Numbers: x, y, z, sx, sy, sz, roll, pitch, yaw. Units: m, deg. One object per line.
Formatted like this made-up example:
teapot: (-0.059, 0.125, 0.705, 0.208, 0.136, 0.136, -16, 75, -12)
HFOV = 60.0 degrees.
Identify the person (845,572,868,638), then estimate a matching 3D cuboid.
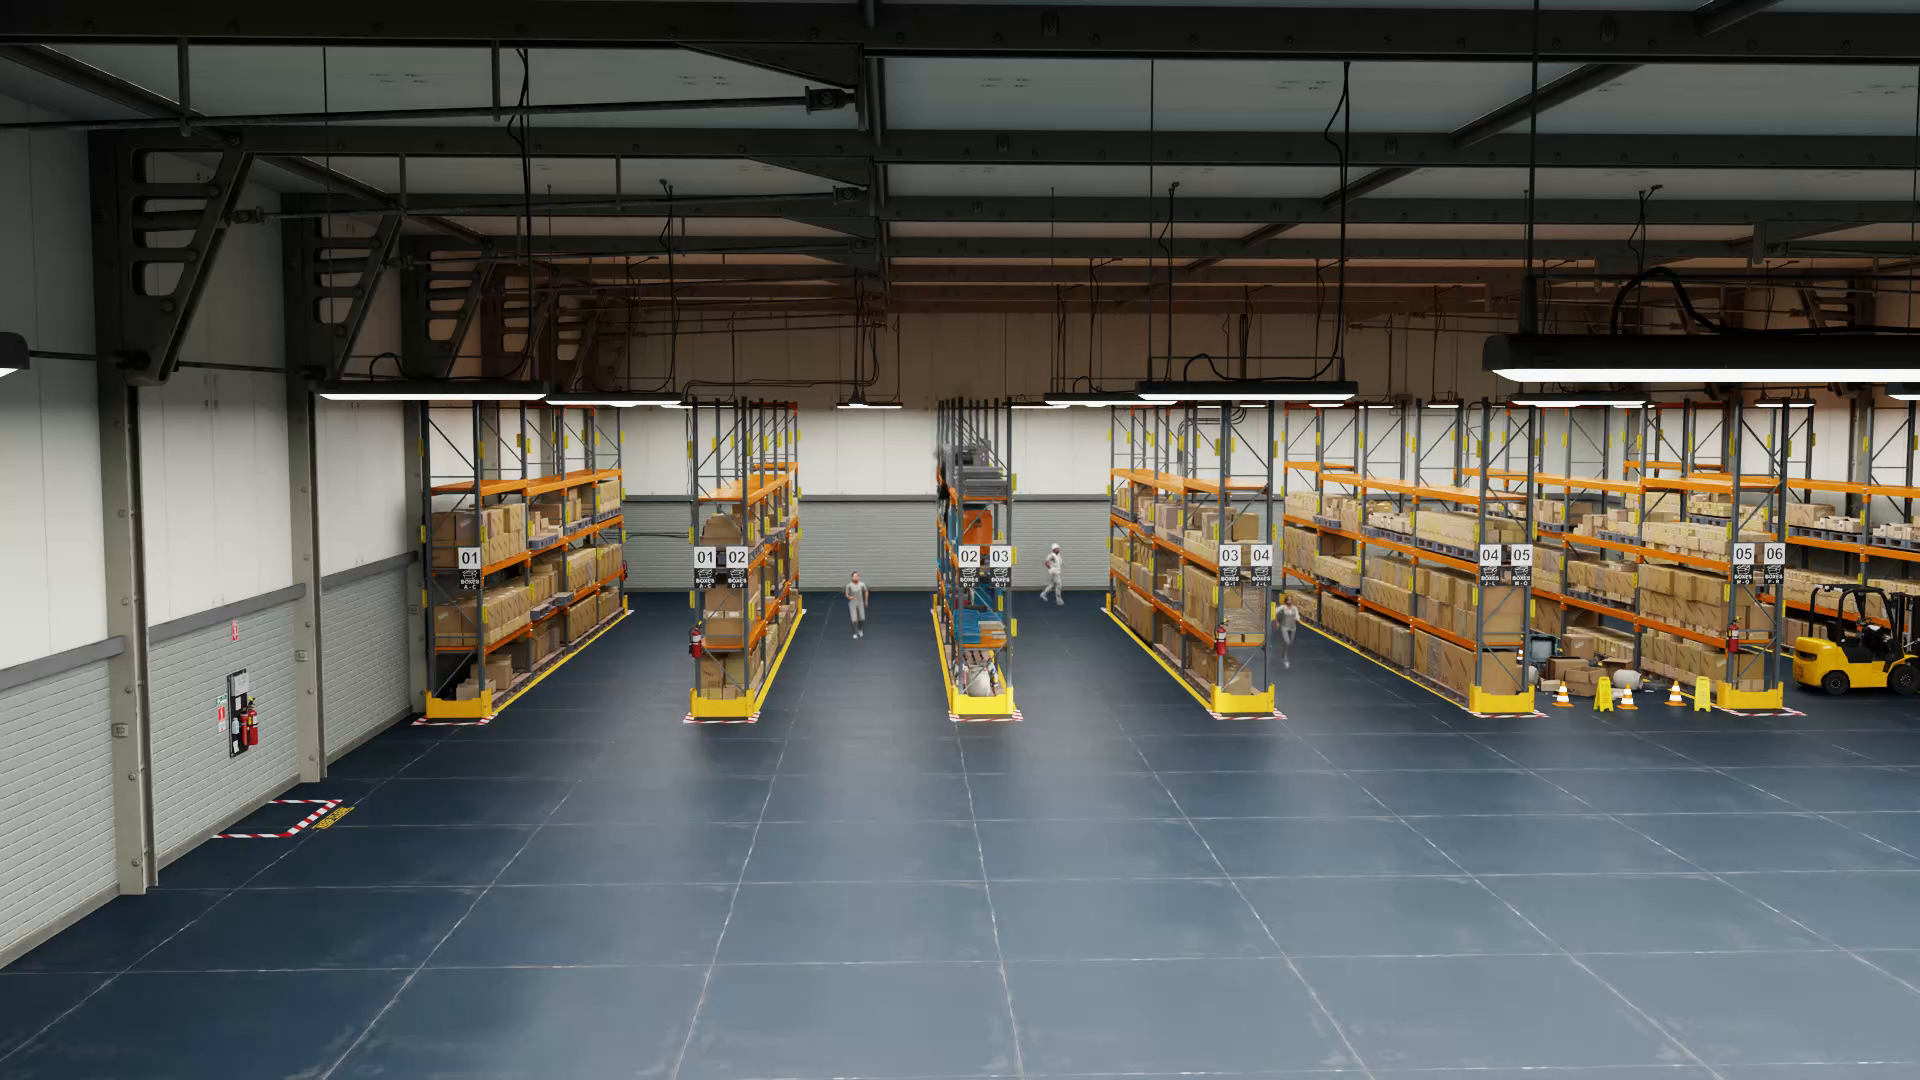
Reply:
person: (-2.458, 1.565, 39.879, 0.572, 1.608, 0.542, -1, 5, -12)

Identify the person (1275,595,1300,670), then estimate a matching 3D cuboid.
person: (7.331, 2.093, 37.218, 0.508, 1.544, 0.730, -1, 5, -11)

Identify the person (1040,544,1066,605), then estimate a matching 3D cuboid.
person: (2.774, 1.009, 49.387, 0.858, 1.809, 0.669, 2, 5, 19)

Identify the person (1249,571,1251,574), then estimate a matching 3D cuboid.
person: (7.876, 1.161, 47.551, 0.877, 1.763, 0.715, -4, 6, -42)
